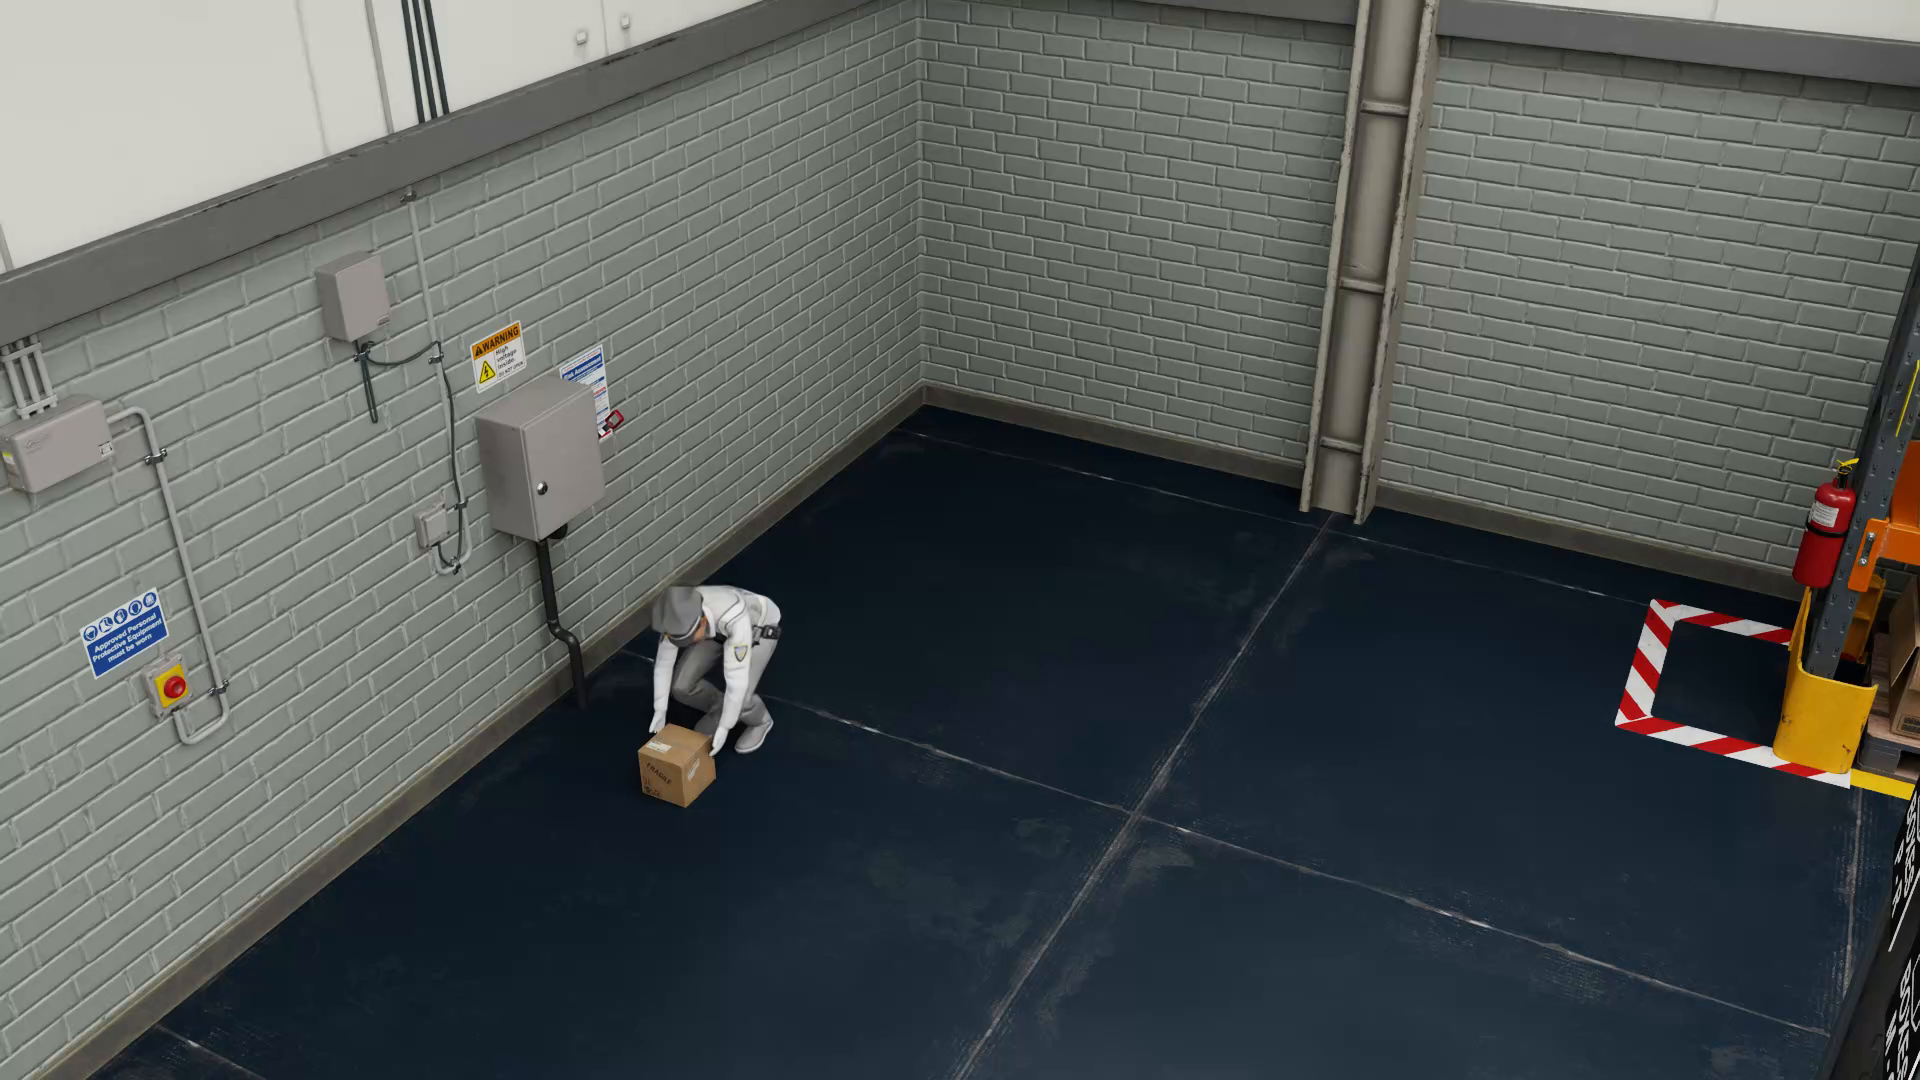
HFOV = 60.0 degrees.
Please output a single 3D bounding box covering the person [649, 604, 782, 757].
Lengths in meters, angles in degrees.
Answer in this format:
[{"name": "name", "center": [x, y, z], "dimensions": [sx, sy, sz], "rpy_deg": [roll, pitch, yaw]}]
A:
[{"name": "person", "center": [-1.136, 0.614, 7.978], "dimensions": [0.501, 0.917, 0.760], "rpy_deg": [14, 33, 23]}]
